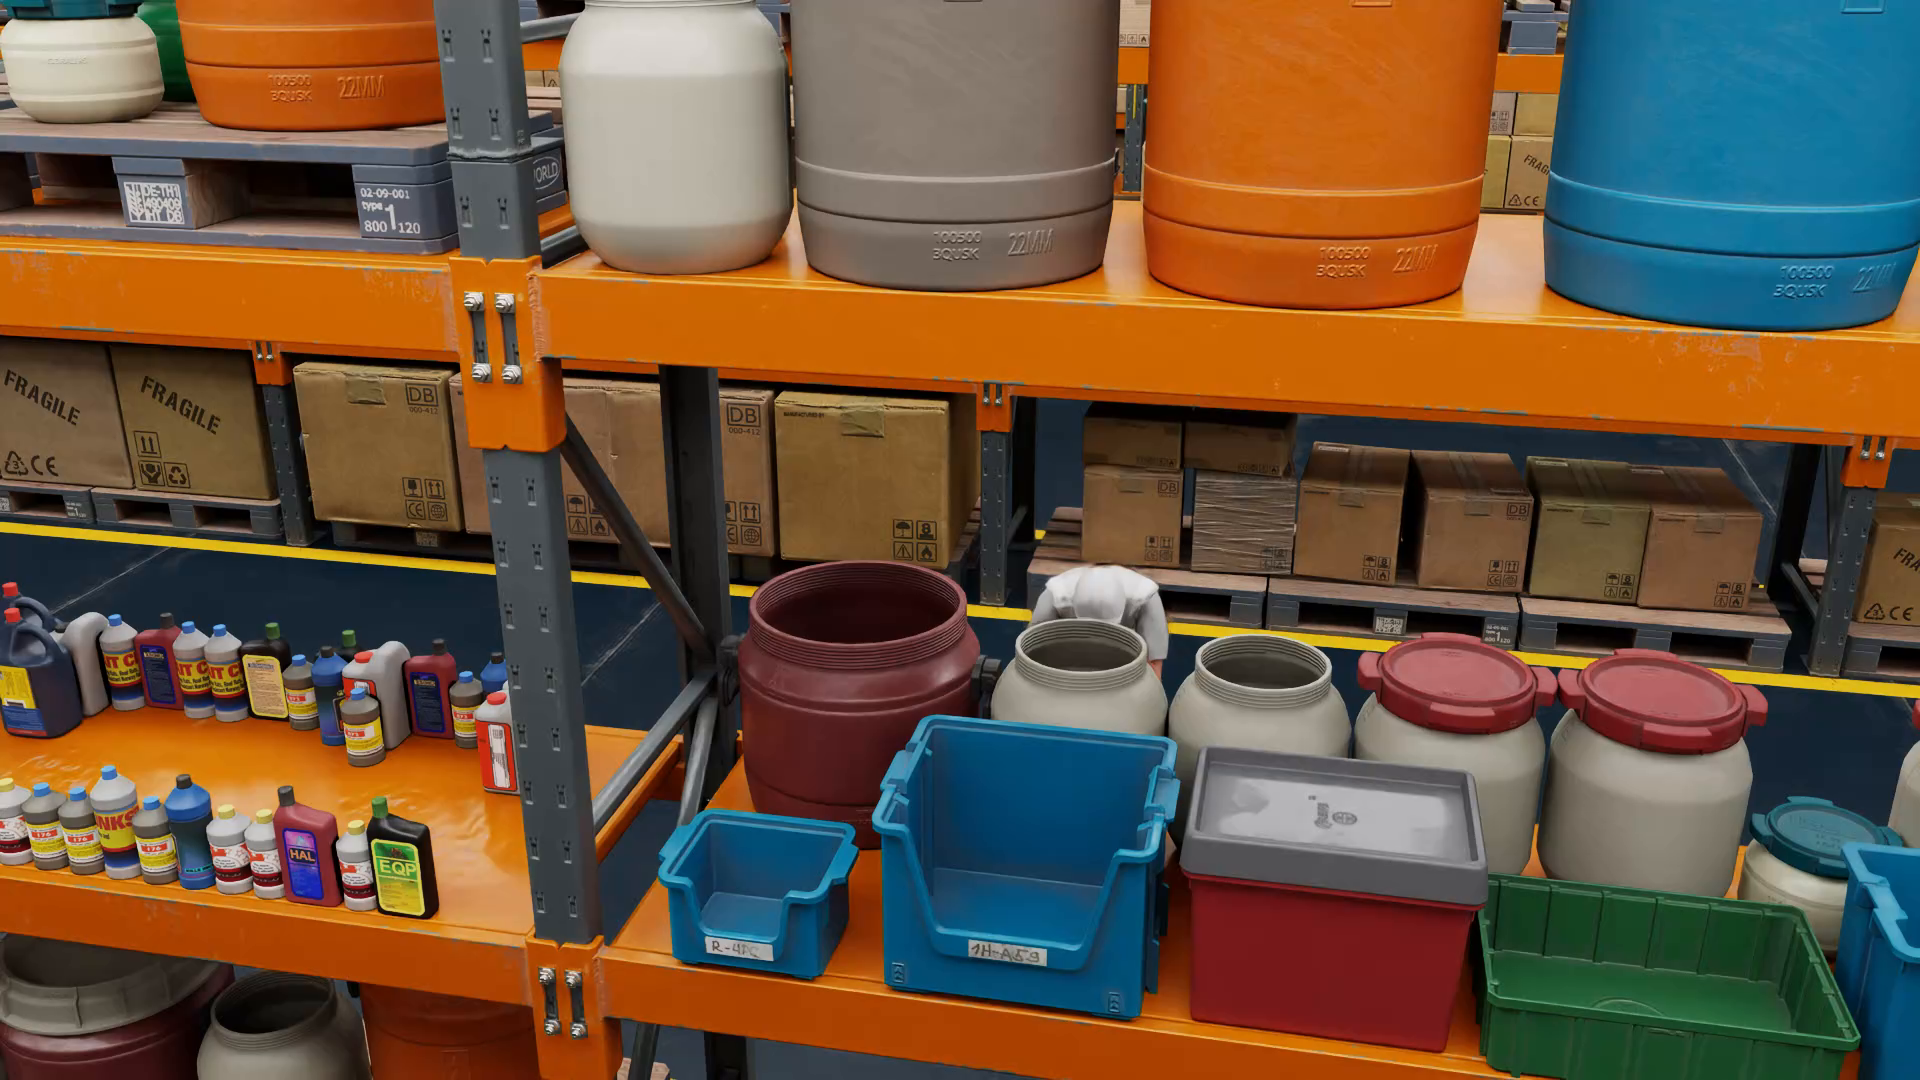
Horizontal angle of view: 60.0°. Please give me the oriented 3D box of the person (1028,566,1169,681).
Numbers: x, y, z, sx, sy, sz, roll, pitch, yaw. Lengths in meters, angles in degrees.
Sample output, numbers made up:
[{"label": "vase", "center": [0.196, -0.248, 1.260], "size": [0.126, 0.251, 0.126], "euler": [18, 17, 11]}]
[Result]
[{"label": "person", "center": [0.565, 0.497, 6.768], "size": [0.572, 1.074, 0.859], "euler": [4, 22, 11]}]
